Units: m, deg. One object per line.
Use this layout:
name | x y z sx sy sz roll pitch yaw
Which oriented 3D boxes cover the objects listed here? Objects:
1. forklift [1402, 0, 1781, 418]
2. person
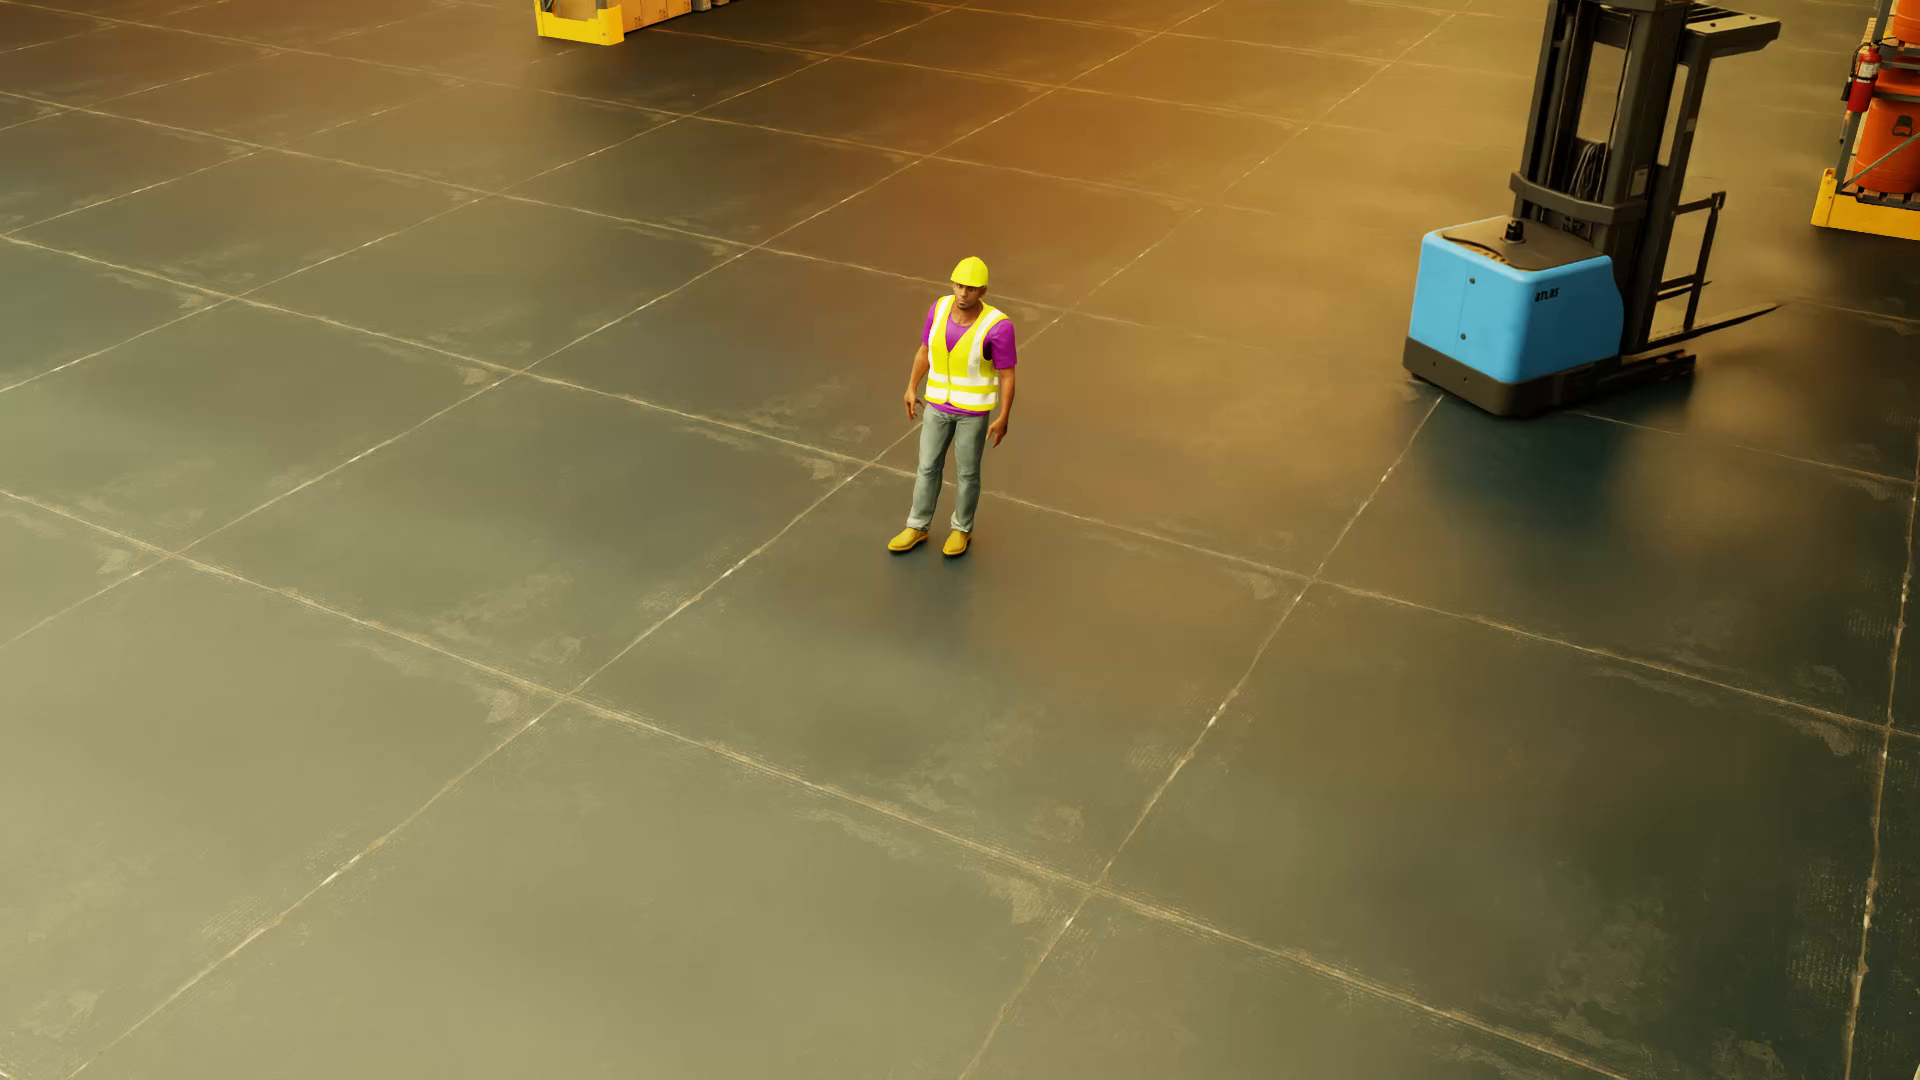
forklift | 4.743 -2.631 11.629 3.031 2.935 1.130 -16 34 -25
person | -0.039 -0.742 9.507 0.665 1.768 0.575 15 33 25
